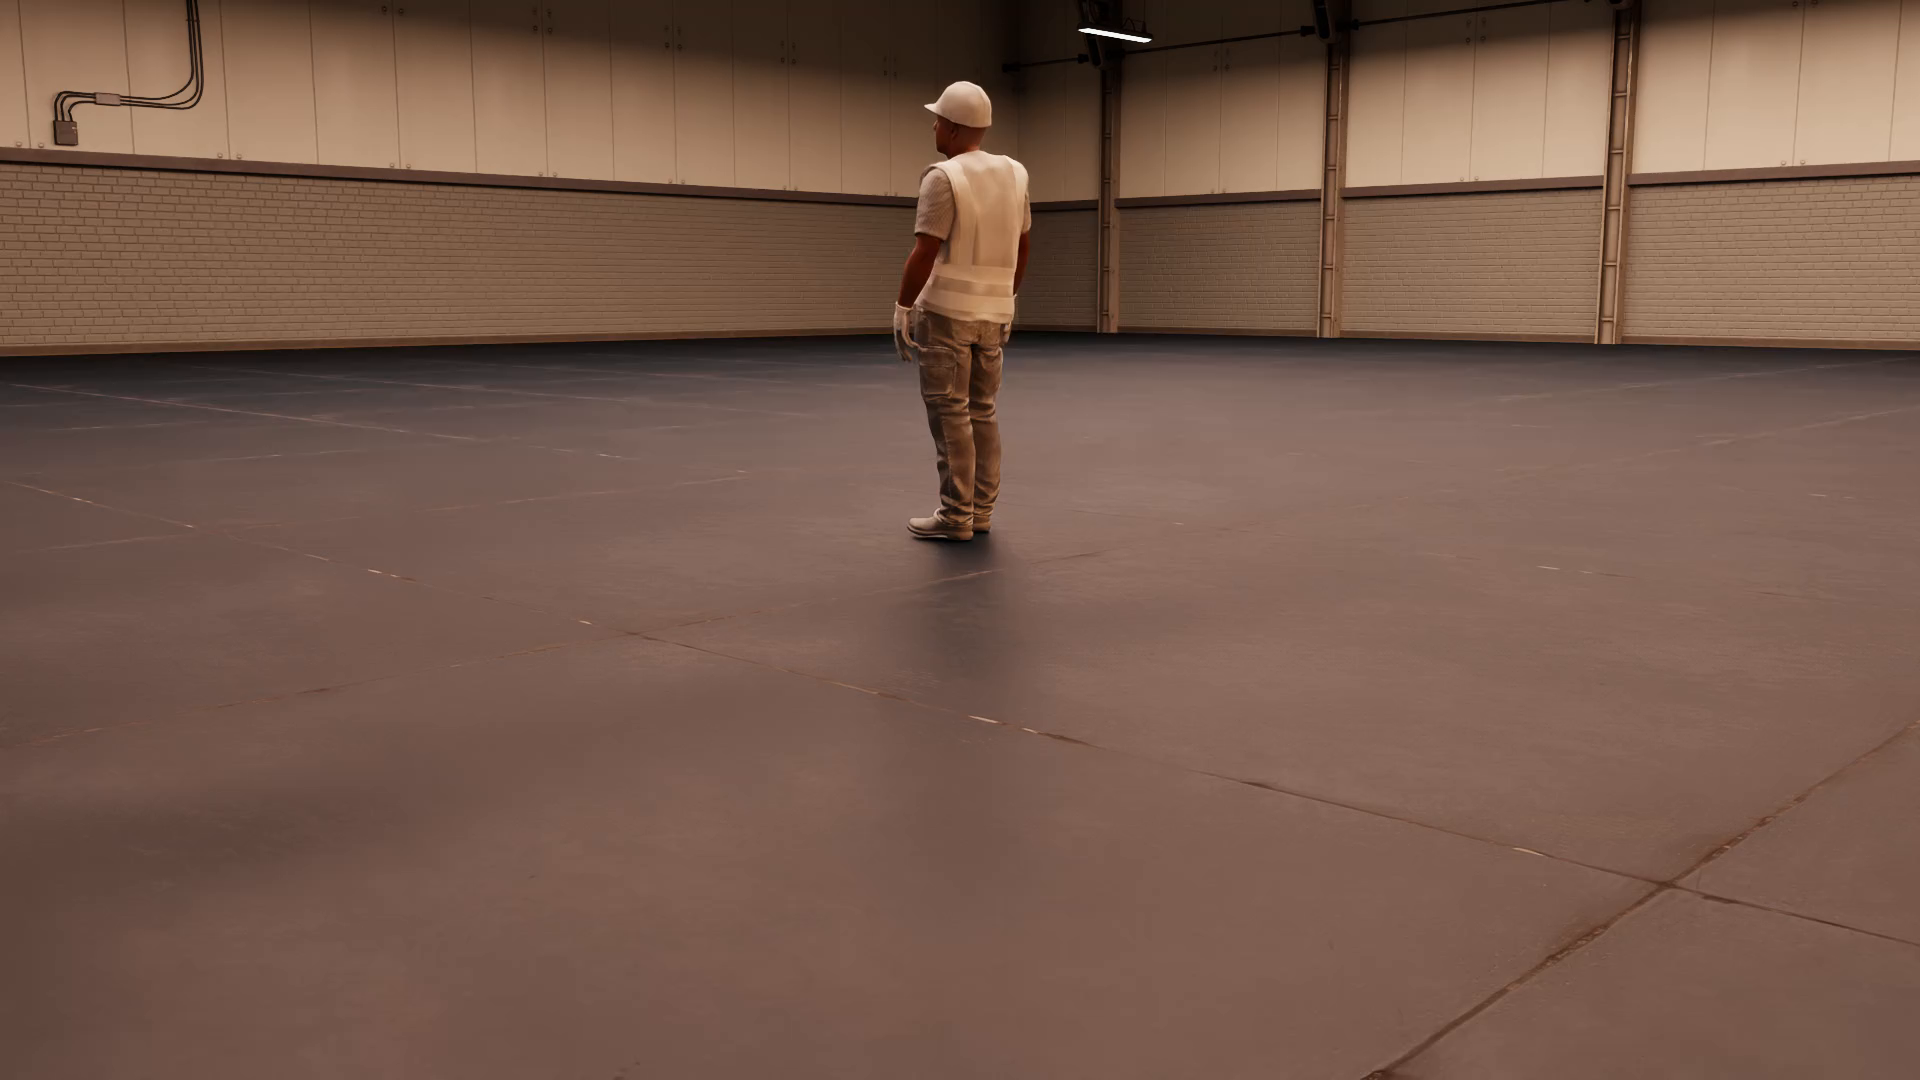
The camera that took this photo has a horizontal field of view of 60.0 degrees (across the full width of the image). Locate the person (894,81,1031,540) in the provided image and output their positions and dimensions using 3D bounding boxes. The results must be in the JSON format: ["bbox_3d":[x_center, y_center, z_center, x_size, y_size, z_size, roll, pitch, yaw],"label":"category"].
[{"bbox_3d":[-0.047,-0.897,6.639,0.575,1.785,0.656,8,12,43],"label":"person"}]
